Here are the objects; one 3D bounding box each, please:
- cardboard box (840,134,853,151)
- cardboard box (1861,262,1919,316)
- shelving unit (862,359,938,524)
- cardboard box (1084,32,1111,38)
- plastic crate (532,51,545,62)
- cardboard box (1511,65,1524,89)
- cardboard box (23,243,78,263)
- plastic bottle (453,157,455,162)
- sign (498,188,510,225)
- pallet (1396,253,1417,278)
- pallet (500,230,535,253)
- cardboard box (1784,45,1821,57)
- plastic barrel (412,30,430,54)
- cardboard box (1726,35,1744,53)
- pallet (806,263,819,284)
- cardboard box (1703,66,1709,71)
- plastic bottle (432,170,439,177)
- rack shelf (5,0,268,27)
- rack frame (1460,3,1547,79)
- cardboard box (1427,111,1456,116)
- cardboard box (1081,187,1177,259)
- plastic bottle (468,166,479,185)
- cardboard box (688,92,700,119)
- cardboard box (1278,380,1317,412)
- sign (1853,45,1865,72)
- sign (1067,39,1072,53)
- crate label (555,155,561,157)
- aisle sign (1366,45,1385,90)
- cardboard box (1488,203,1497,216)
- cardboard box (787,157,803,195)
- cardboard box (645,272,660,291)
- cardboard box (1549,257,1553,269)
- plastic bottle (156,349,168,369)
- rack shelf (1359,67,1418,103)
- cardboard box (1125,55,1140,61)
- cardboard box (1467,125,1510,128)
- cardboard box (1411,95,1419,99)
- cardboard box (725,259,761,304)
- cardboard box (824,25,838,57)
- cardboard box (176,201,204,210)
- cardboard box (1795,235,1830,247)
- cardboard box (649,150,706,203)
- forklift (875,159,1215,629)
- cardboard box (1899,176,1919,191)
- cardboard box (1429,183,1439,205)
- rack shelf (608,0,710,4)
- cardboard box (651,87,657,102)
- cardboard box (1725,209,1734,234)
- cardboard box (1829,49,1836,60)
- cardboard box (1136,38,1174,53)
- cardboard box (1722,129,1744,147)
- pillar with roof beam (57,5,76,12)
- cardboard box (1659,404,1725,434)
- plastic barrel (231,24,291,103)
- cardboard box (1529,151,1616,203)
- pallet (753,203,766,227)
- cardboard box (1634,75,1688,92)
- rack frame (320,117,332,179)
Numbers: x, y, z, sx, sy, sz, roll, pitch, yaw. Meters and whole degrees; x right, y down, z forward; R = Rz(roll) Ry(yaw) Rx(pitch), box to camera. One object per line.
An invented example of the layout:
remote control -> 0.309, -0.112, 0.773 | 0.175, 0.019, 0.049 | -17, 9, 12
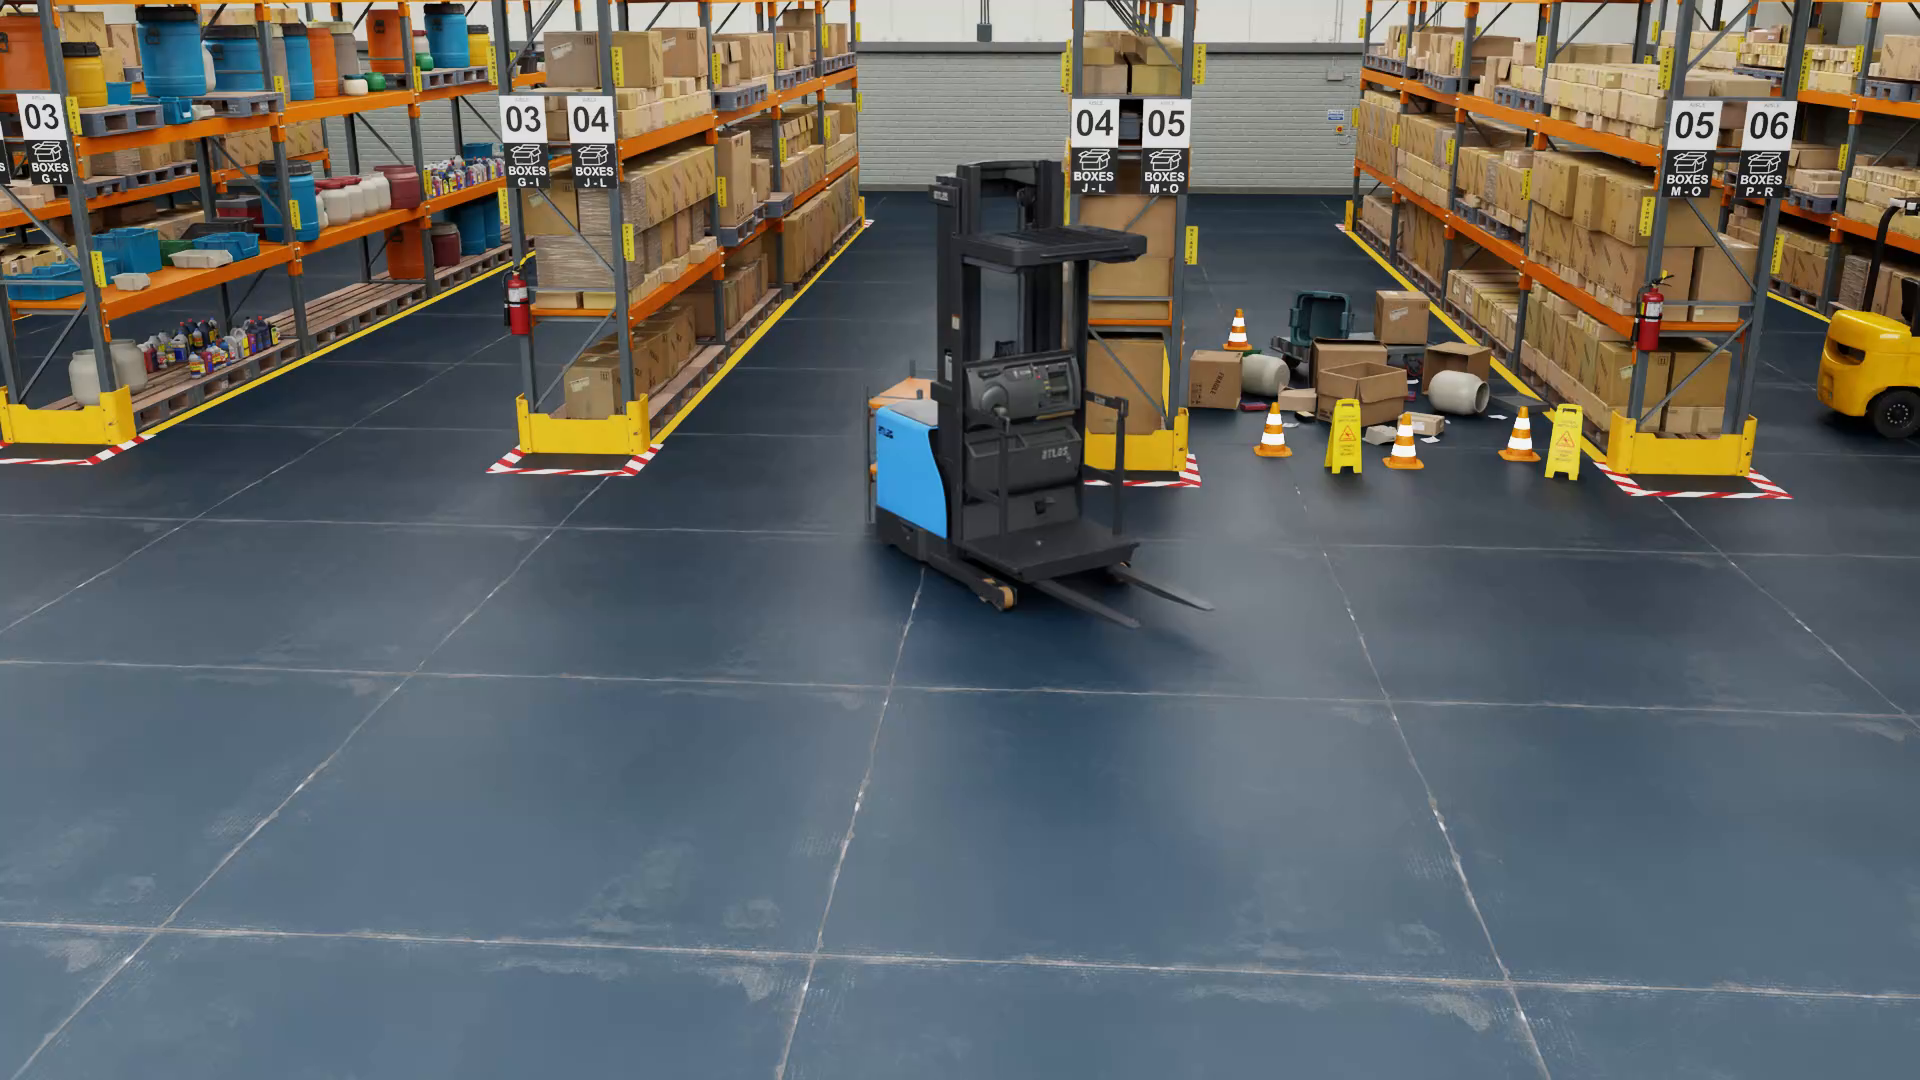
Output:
cardboard box -> -2.156, -6.976, 29.159 | 0.500, 0.250, 0.500 | 1, 18, 3
cardboard box -> 11.816, -3.079, 20.641 | 0.875, 0.625, 0.625 | 2, 18, 6
shelving unit -> -0.355, -0.800, 13.559 | 0.538, 1.125, 1.048 | 6, 19, 19
cardboard box -> 1.787, -6.561, 21.923 | 0.396, 0.266, 0.258 | 1, 18, 4
plastic crate -> -7.595, -8.580, 29.684 | 0.497, 0.269, 0.590 | 1, 18, 4
cardboard box -> 6.651, -5.325, 19.107 | 0.500, 0.250, 0.500 | 2, 18, 5
cardboard box -> -12.595, -3.949, 22.998 | 0.500, 0.311, 0.500 | 2, 18, 5
plastic bottle -> -8.028, -5.928, 26.385 | 0.061, 0.283, 0.133 | 1, 18, 4
sign -> -4.048, -2.970, 14.802 | 0.100, 0.325, 0.005 | 1, 18, 4
pallet -> 7.268, -4.190, 25.371 | 1.003, 0.211, 1.213 | 1, 18, 4
pallet -> -7.562, -4.992, 27.820 | 1.003, 0.211, 1.213 | 1, 18, 4
cardboard box -> 11.689, -6.779, 23.066 | 0.380, 0.149, 0.250 | 1, 18, 4
plastic barrel -> -7.886, -7.089, 24.031 | 0.433, 0.535, 0.433 | 0, 18, 0
cardboard box -> 11.996, -7.542, 25.266 | 0.500, 0.250, 0.500 | 1, 18, 4
pallet -> -2.701, -4.031, 24.887 | 1.003, 0.211, 1.213 | 1, 18, 4
cardboard box -> 12.062, -7.467, 26.481 | 0.380, 0.149, 0.250 | 1, 18, 4
plastic bottle -> -7.947, -5.502, 25.216 | 0.097, 0.201, 0.097 | 0, 18, 0
rack shelf -> -8.293, -5.301, 16.448 | 1.077, 0.370, 4.000 | 1, 18, 4
rack frame -> 6.962, -7.365, 20.948 | 1.000, 3.000, 0.127 | 1, 18, 4
cardboard box -> 7.524, -6.421, 25.937 | 0.500, 0.500, 0.500 | 1, 18, 4
cardboard box -> 1.509, -2.807, 14.698 | 0.875, 0.550, 0.550 | 1, 18, 4
plastic bottle -> -7.371, -5.516, 25.138 | 0.152, 0.276, 0.135 | 1, 18, 4
cardboard box -> -3.030, -4.538, 17.378 | 0.500, 0.250, 0.500 | 2, 18, 5
cardboard box -> 3.444, -1.477, 17.003 | 0.396, 0.266, 0.258 | 4, 19, 13
sign -> 11.372, -6.088, 21.039 | 0.100, 0.325, 0.005 | 1, 18, 4
sign -> 1.189, -5.181, 17.763 | 0.100, 0.325, 0.005 | 1, 18, 4
crate label -> -7.198, -6.800, 29.184 | 0.396, 0.136, 0.243 | 1, 18, 4
aisle sign -> 7.251, -8.263, 29.148 | 0.394, 0.787, 0.004 | 1, 18, 4
cardboard box -> 6.589, -3.997, 20.032 | 0.380, 0.149, 0.250 | 2, 18, 6
cardboard box -> -2.549, -5.247, 23.958 | 0.500, 0.500, 0.500 | 1, 18, 3
cardboard box -> -3.146, -2.525, 16.214 | 0.380, 0.149, 0.250 | 1, 18, 4
cardboard box -> 6.378, -2.899, 17.356 | 0.380, 0.149, 0.250 | 1, 18, 4
plastic bottle -> -8.561, -1.944, 17.827 | 0.097, 0.201, 0.097 | 0, 18, 0
rack shelf -> 7.392, -7.461, 27.214 | 1.077, 0.370, 4.000 | 1, 18, 4
cardboard box -> 1.877, -4.622, 16.324 | 0.500, 0.250, 0.500 | 1, 18, 3
cardboard box -> 7.319, -5.499, 23.122 | 0.500, 0.500, 0.500 | 2, 18, 5
cardboard box -> 7.635, -7.235, 27.378 | 0.380, 0.149, 0.250 | 2, 18, 6
cardboard box -> -2.978, -3.375, 21.715 | 0.700, 0.500, 0.500 | 0, 18, -1
cardboard box -> -2.418, -8.268, 27.526 | 0.700, 0.500, 0.500 | 2, 18, 6
cardboard box -> -12.759, -5.404, 27.907 | 0.500, 0.500, 0.500 | 1, 18, 4
cardboard box -> 11.812, -4.131, 23.010 | 0.380, 0.149, 0.250 | 2, 18, 6
cardboard box -> -3.002, -3.856, 17.629 | 0.500, 0.500, 0.500 | 1, 18, 4
forklift -> 0.566, -1.076, 11.499 | 1.130, 2.935, 3.031 | -11, 21, -31
cardboard box -> 11.514, -4.267, 19.925 | 0.380, 0.149, 0.250 | 2, 18, 5
cardboard box -> 6.760, -4.765, 22.888 | 0.500, 0.250, 0.500 | 2, 18, 5
rack shelf -> -3.353, -5.379, 16.048 | 1.077, 0.370, 4.000 | 1, 18, 4
cardboard box -> -3.119, -4.278, 15.944 | 0.380, 0.149, 0.250 | 0, 18, 1
cardboard box -> 12.174, -5.126, 27.089 | 0.700, 0.500, 0.500 | 1, 18, 2
cardboard box -> 11.796, -6.444, 22.077 | 0.380, 0.149, 0.250 | 1, 18, 3
cardboard box -> 1.985, -5.006, 16.853 | 0.380, 0.149, 0.250 | 1, 18, 4
cardboard box -> 6.736, -3.431, 14.163 | 0.380, 0.149, 0.250 | 1, 18, 4
pillar with roof beam -> -13.546, -11.164, 32.543 | 9.100, 9.000, 0.400 | 1, 18, 4
cardboard box -> 6.722, -1.167, 15.408 | 0.500, 0.250, 0.500 | 1, 18, 3
plastic barrel -> -8.283, -5.633, 19.675 | 0.600, 0.901, 0.600 | 0, 18, 0
cardboard box -> 6.427, -3.804, 17.471 | 0.700, 0.500, 0.500 | 1, 18, 3
pallet -> -3.024, -4.028, 20.708 | 1.003, 0.211, 1.213 | 1, 18, 4
cardboard box -> 6.244, -4.063, 14.810 | 0.380, 0.149, 0.250 | 1, 18, 4
rack frame -> -12.230, -7.442, 30.818 | 1.000, 3.000, 0.127 | 1, 18, 4
